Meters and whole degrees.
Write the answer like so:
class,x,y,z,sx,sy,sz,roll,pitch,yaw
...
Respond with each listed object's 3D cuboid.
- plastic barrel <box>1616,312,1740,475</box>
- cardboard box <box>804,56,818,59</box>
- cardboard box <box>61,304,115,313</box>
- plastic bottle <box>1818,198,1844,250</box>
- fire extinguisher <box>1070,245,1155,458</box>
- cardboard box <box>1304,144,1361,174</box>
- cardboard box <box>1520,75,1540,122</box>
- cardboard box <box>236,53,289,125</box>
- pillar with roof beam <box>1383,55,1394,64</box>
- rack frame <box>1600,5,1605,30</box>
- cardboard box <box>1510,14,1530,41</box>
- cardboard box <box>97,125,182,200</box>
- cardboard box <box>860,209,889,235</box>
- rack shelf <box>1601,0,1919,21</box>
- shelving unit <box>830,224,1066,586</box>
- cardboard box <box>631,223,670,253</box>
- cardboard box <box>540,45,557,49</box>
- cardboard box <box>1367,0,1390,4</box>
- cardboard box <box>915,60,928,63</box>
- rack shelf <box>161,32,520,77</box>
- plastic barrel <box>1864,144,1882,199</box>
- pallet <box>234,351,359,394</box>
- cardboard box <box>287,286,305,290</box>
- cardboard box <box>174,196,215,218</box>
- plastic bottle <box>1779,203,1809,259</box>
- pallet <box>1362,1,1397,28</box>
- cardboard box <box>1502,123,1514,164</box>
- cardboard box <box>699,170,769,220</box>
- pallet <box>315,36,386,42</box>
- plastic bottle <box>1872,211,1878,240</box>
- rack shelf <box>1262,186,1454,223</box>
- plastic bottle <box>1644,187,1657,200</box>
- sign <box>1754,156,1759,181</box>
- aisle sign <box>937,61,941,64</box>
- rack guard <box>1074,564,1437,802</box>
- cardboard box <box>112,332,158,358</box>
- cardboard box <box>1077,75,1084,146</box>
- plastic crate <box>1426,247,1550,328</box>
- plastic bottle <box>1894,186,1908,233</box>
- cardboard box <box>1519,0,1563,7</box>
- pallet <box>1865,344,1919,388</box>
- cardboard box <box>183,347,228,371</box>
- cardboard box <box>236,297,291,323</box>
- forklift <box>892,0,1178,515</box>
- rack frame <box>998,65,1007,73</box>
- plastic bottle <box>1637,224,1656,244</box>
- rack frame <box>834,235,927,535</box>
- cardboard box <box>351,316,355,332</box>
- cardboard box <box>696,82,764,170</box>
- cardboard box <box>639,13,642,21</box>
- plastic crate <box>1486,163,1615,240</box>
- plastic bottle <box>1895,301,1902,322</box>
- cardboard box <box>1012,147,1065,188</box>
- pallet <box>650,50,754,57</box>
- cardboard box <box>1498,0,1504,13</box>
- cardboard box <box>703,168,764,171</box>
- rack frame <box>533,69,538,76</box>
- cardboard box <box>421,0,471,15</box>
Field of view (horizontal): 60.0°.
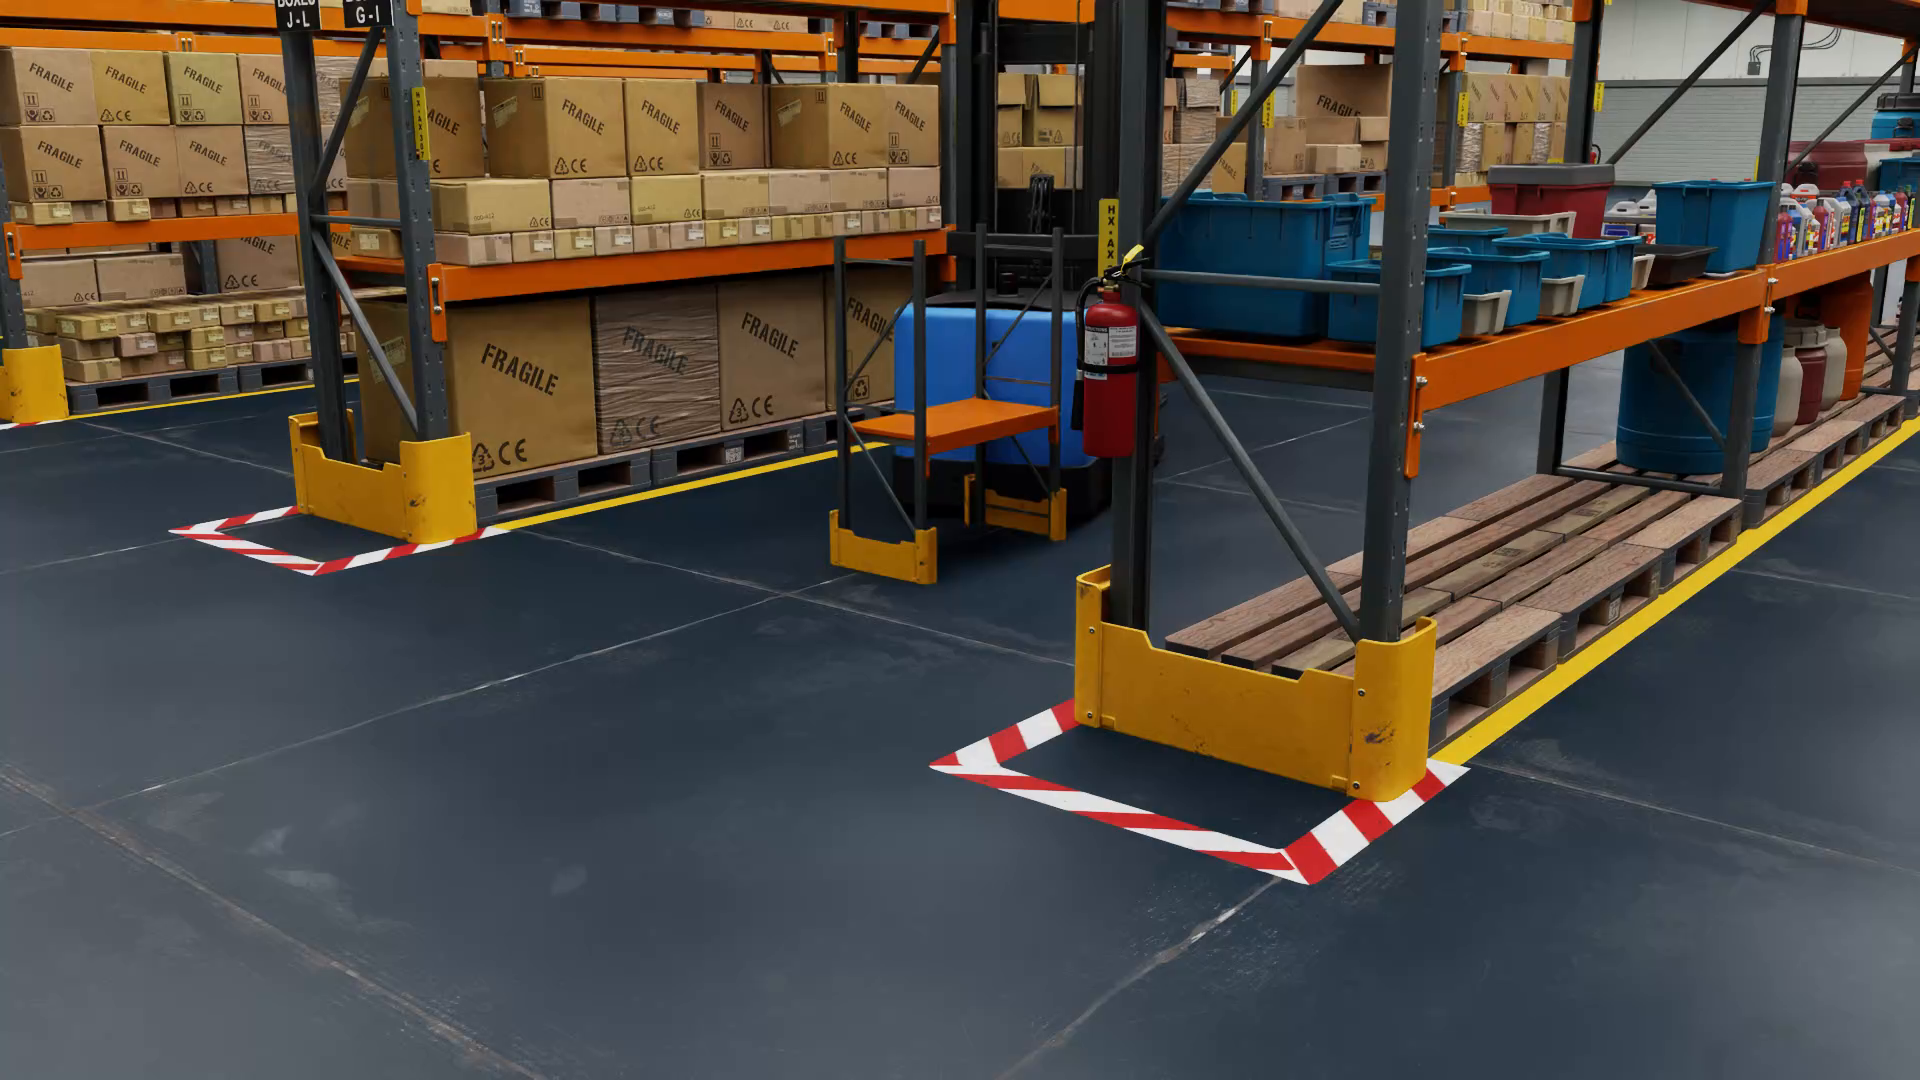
class,x,y,z,sx,sy,sz,roll,pitch,yaw
plastic barrel,3.802,-0.840,8.748,0.600,0.901,0.708,11,18,38
cardboard box,-2.233,-6.886,23.555,0.380,0.149,0.250,12,19,39
cardboard box,-6.376,-1.630,12.175,0.380,0.149,0.250,12,18,39
plastic bottle,4.762,-1.744,9.146,0.152,0.276,0.135,11,18,38
fire extinguisher,0.485,-0.610,5.344,0.296,0.674,0.183,11,18,38
cardboard box,3.341,-3.501,15.264,0.500,0.250,0.500,11,18,36
cardboard box,6.036,-4.864,18.340,0.500,0.500,0.500,11,18,38
cardboard box,-5.251,-3.354,12.394,0.500,0.500,0.500,11,18,36
pillar with roof beam,16.630,-14.911,48.541,9.100,9.000,0.400,11,18,38
rack frame,7.137,-7.525,19.466,1.000,3.000,0.127,11,18,38
cardboard box,5.754,-5.474,17.792,0.500,0.250,0.500,10,18,35
cardboard box,-5.900,-2.682,11.781,0.500,0.500,0.500,11,18,38
cardboard box,-0.665,-1.989,10.372,0.380,0.149,0.250,11,18,37
rack shelf,4.704,-3.040,9.368,1.077,0.370,4.000,11,18,38
shelving unit,-0.040,-0.672,7.721,0.587,1.500,1.083,11,18,37
cardboard box,-1.795,-1.645,9.016,0.380,0.149,0.250,11,18,36
cardboard box,-5.109,-6.090,20.184,0.396,0.266,0.258,11,18,38
cardboard box,3.659,-5.303,15.751,0.797,0.503,0.637,12,19,40
cardboard box,-0.709,-7.318,25.256,0.380,0.149,0.250,11,18,38
rack shelf,-6.857,-5.341,18.422,1.077,0.370,4.000,11,18,38
plastic barrel,6.441,-2.603,12.049,0.421,0.512,0.421,0,14,0
pallet,-5.361,-1.385,13.148,1.003,0.211,1.213,11,18,38
cardboard box,-5.287,-1.993,13.604,0.380,0.149,0.250,12,18,39
cardboard box,-5.671,-2.447,12.172,0.380,0.149,0.250,11,18,37
plastic bottle,4.264,-1.592,8.549,0.152,0.276,0.135,11,18,38
pallet,3.502,-4.913,15.659,1.213,0.211,1.003,11,18,38
cardboard box,5.531,-4.322,18.236,0.875,0.500,0.500,11,18,38
cardboard box,-1.444,-1.971,9.491,0.500,0.250,0.500,11,18,36
pallet,-6.664,-5.635,18.502,1.003,0.211,1.213,12,19,40
plastic bottle,5.378,-1.885,9.853,0.097,0.201,0.097,0,14,0
rack shelf,3.365,-3.119,15.770,1.077,0.370,4.000,11,18,38
plastic bottle,3.770,-1.755,9.040,0.144,0.351,0.185,11,18,38
sign,5.529,-2.481,11.466,0.100,0.325,0.005,11,18,38
aisle sign,-0.307,-7.377,25.792,0.394,0.787,0.004,11,18,38
rack guard,0.928,0.432,5.408,1.175,0.500,0.348,11,18,38
cardboard box,-5.969,-1.410,11.914,0.380,0.149,0.250,11,18,37
cardboard box,0.808,-3.228,12.498,0.797,0.503,0.637,12,19,39
plastic crate,1.758,-0.857,5.621,0.416,0.233,0.300,11,18,38
plastic bottle,5.893,-2.074,10.432,0.061,0.283,0.133,11,18,38
cardboard box,6.359,-6.170,18.402,0.500,0.500,0.500,11,18,38
pallet,7.245,-1.342,12.976,1.003,0.211,1.213,11,18,38
cardboard box,-5.638,-1.356,12.304,0.380,0.149,0.250,12,18,38
cardboard box,-5.309,-1.753,12.659,0.380,0.149,0.250,12,18,38
forklift,0.593,-1.864,9.509,1.130,2.935,3.031,5,15,18
rack frame,0.828,-4.638,20.287,1.000,3.000,0.127,11,18,38
plastic bottle,3.552,-1.566,8.598,0.097,0.201,0.097,0,14,0
rack frame,-0.350,-0.575,7.341,0.500,1.500,0.032,11,18,37
cardboard box,-4.845,-1.770,13.330,0.380,0.149,0.250,12,18,39
cardboard box,-1.544,-2.508,10.081,0.500,0.500,0.500,11,18,36
cardboard box,-2.871,-5.112,15.860,0.500,0.500,0.500,11,18,38
plastic crate,2.691,-1.480,7.606,0.402,0.464,0.583,11,18,38
plastic bottle,8.461,-2.059,14.926,0.097,0.201,0.097,0,14,0
cardboard box,0.393,-2.513,11.720,0.500,0.500,0.500,11,18,38
pallet,-3.556,-6.645,22.479,1.213,0.211,1.003,11,18,38
cardboard box,5.489,-5.604,17.492,0.380,0.149,0.250,12,19,39
cardboard box,-1.542,-2.146,10.180,0.500,0.250,0.500,12,18,39
rack frame,-6.949,-6.152,26.247,1.000,3.000,0.127,11,18,38
cardboard box,-4.298,-4.351,13.371,0.500,0.250,0.500,12,18,39
